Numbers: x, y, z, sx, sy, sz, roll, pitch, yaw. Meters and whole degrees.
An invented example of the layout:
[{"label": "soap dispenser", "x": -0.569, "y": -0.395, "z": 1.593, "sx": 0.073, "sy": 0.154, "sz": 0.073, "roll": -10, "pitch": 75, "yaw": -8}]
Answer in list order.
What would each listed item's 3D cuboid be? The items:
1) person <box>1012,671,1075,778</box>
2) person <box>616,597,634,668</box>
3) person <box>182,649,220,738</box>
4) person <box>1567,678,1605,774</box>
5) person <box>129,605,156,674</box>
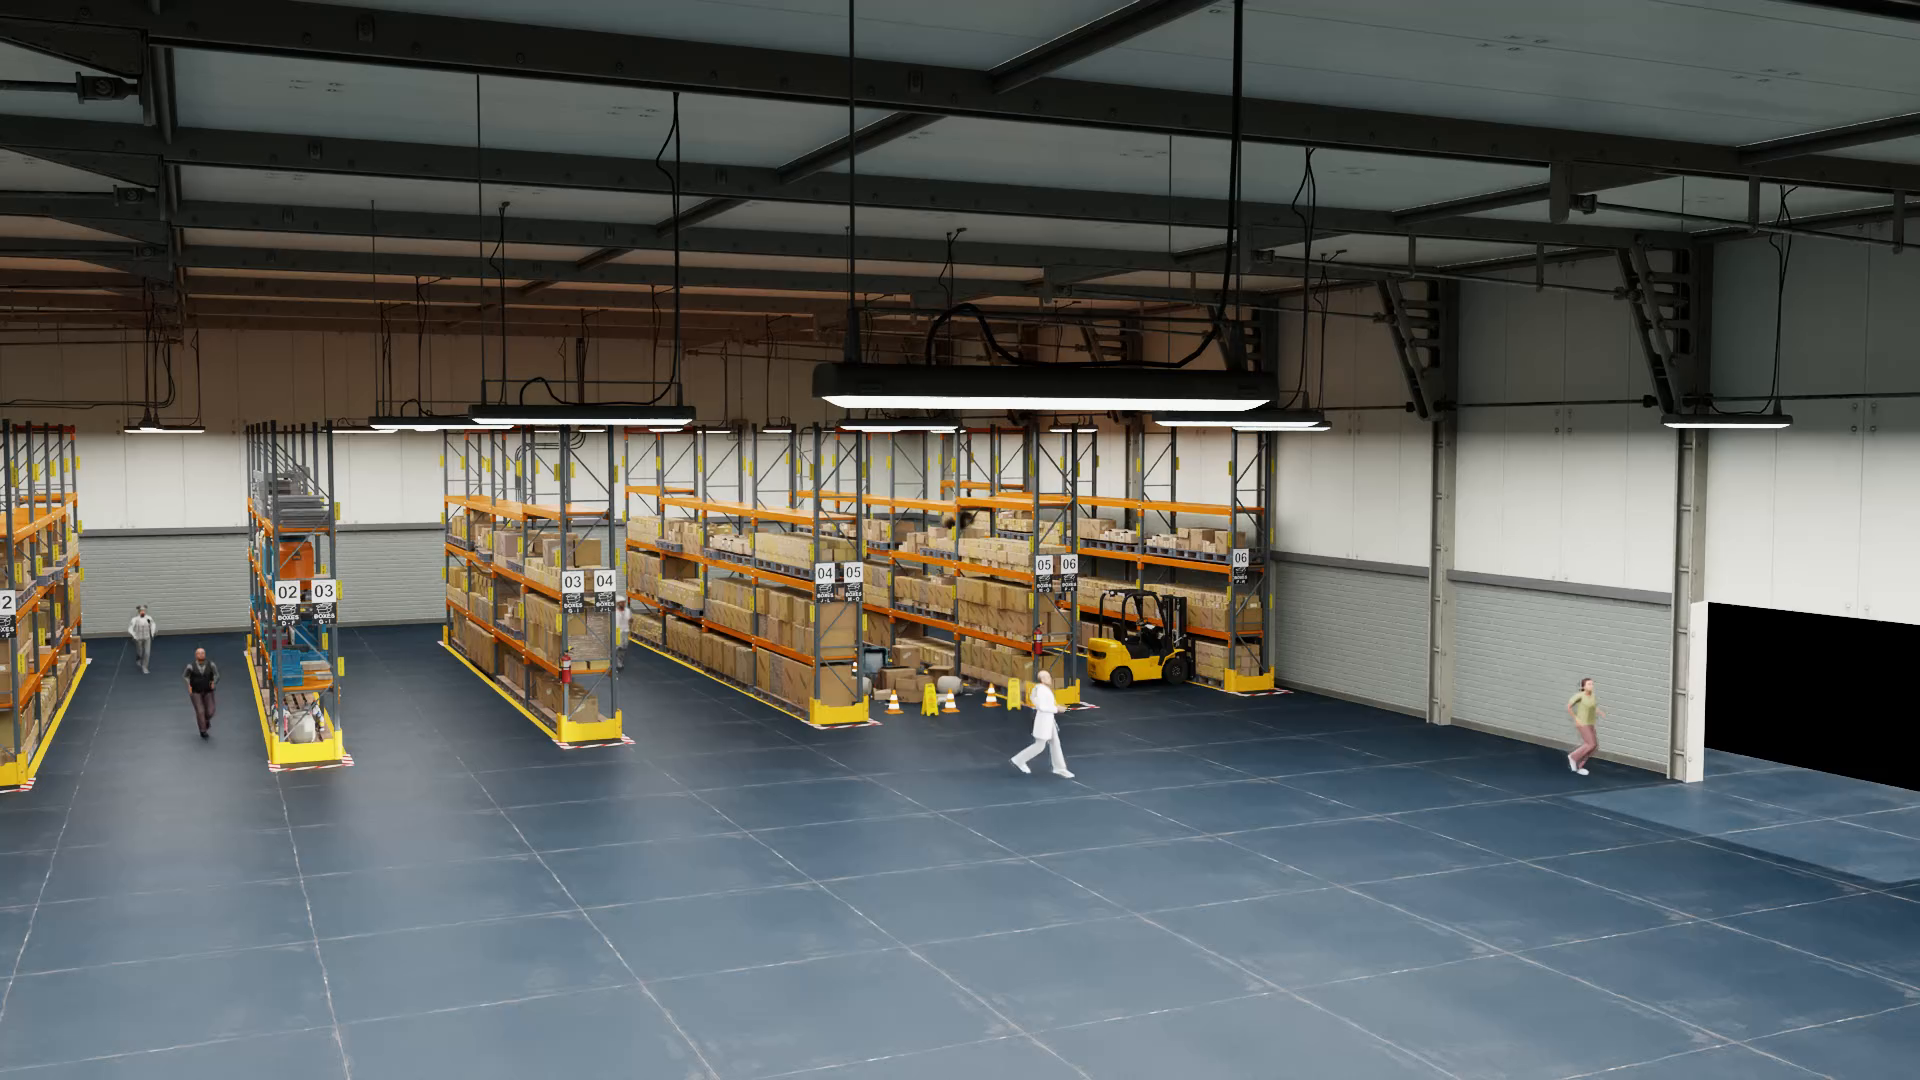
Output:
[{"label": "person", "x": 1.390, "y": 3.084, "z": 27.815, "sx": 1.049, "sy": 1.796, "sz": 0.707, "roll": 1, "pitch": 4, "yaw": 11}, {"label": "person", "x": -8.329, "y": 2.271, "z": 40.937, "sx": 0.677, "sy": 1.747, "sz": 0.656, "roll": -3, "pitch": 4, "yaw": -37}, {"label": "person", "x": -14.442, "y": 2.902, "z": 31.664, "sx": 0.651, "sy": 1.680, "sz": 0.640, "roll": -2, "pitch": 4, "yaw": -31}, {"label": "person", "x": 10.622, "y": 3.145, "z": 28.118, "sx": 0.565, "sy": 1.637, "sz": 0.538, "roll": -2, "pitch": 4, "yaw": -30}, {"label": "person", "x": -19.788, "y": 2.384, "z": 40.261, "sx": 0.610, "sy": 1.664, "sz": 0.771, "roll": -2, "pitch": 4, "yaw": -33}]
